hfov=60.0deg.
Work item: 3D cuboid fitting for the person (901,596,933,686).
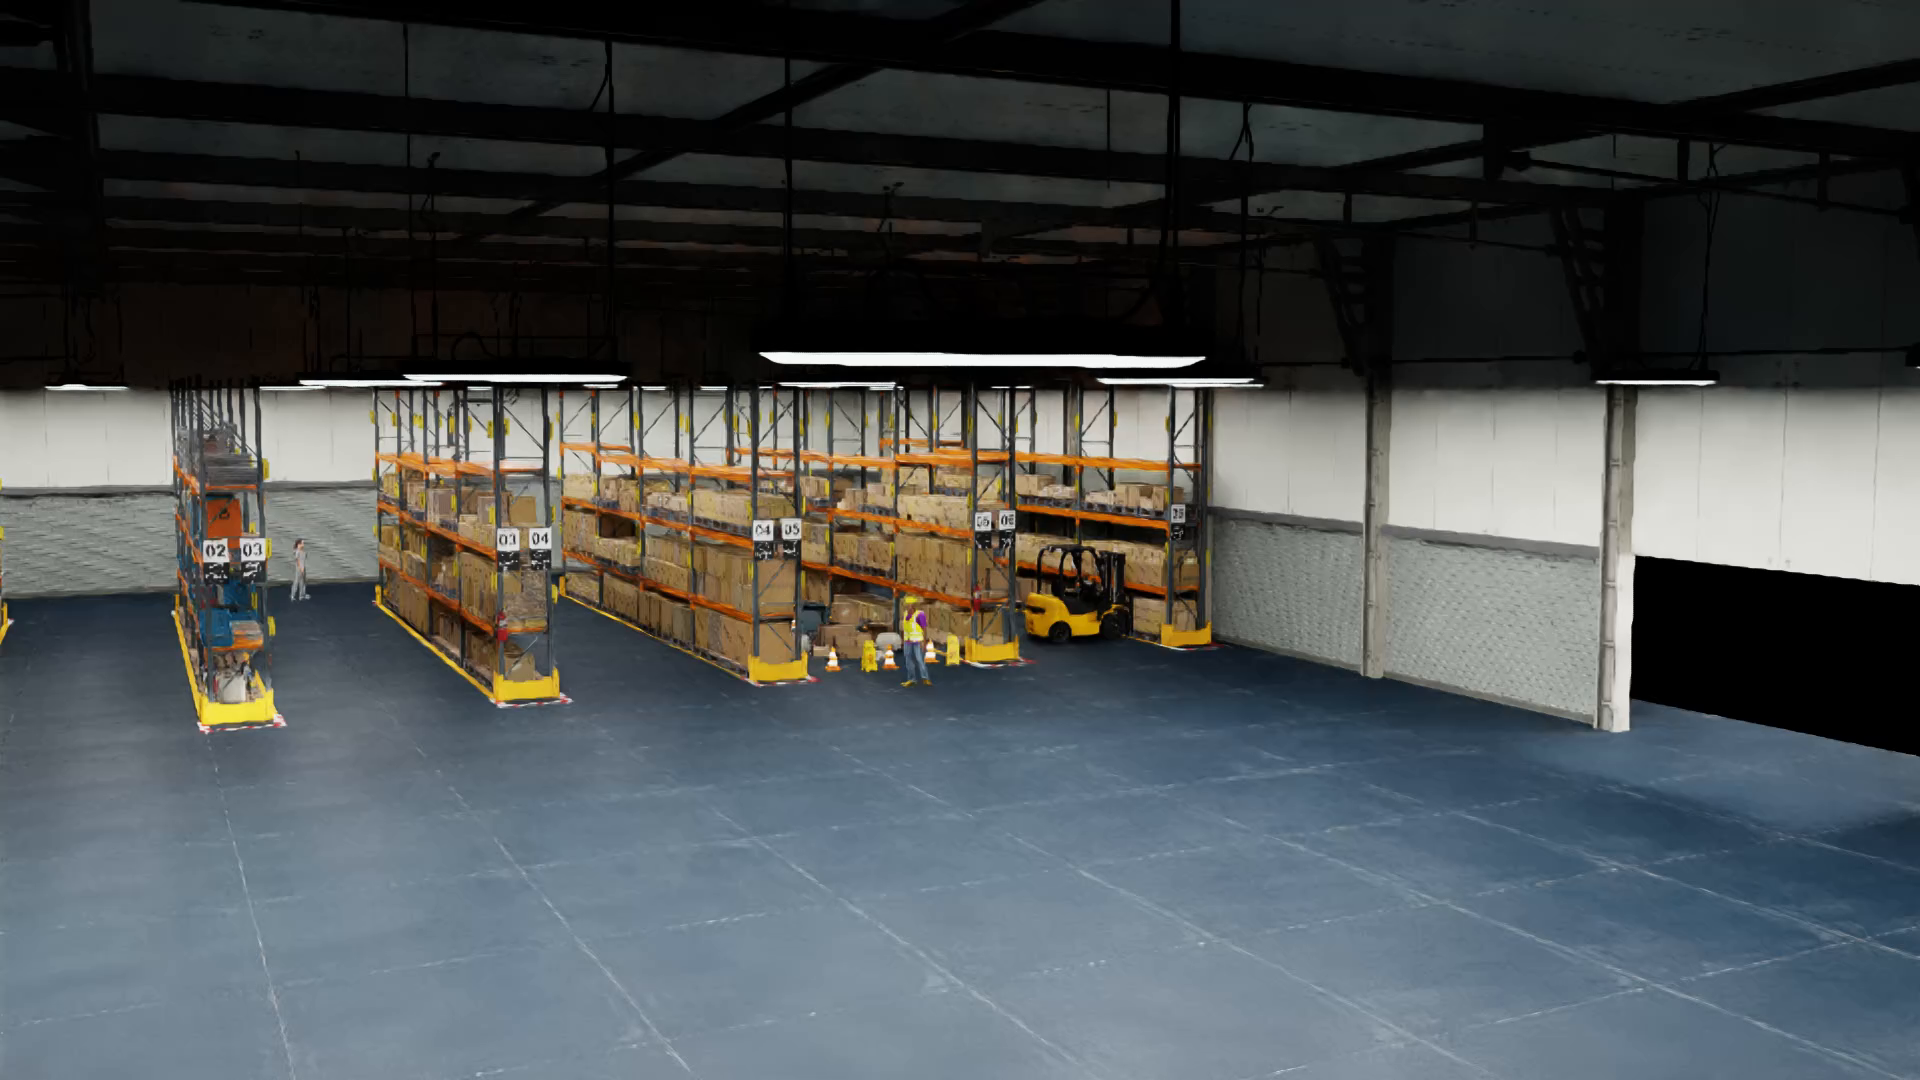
[{"bbox_3d":[-0.885,1.963,32.534,0.647,1.758,0.536,4,6,37],"label":"person"}]

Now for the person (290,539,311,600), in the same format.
[{"bbox_3d":[-18.283,0.803,45.941,0.425,1.671,0.644,0,5,0],"label":"person"}]

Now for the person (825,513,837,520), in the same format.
[{"bbox_3d":[-4.323,-0.141,55.840,0.696,1.763,0.540,3,6,26],"label":"person"}]
